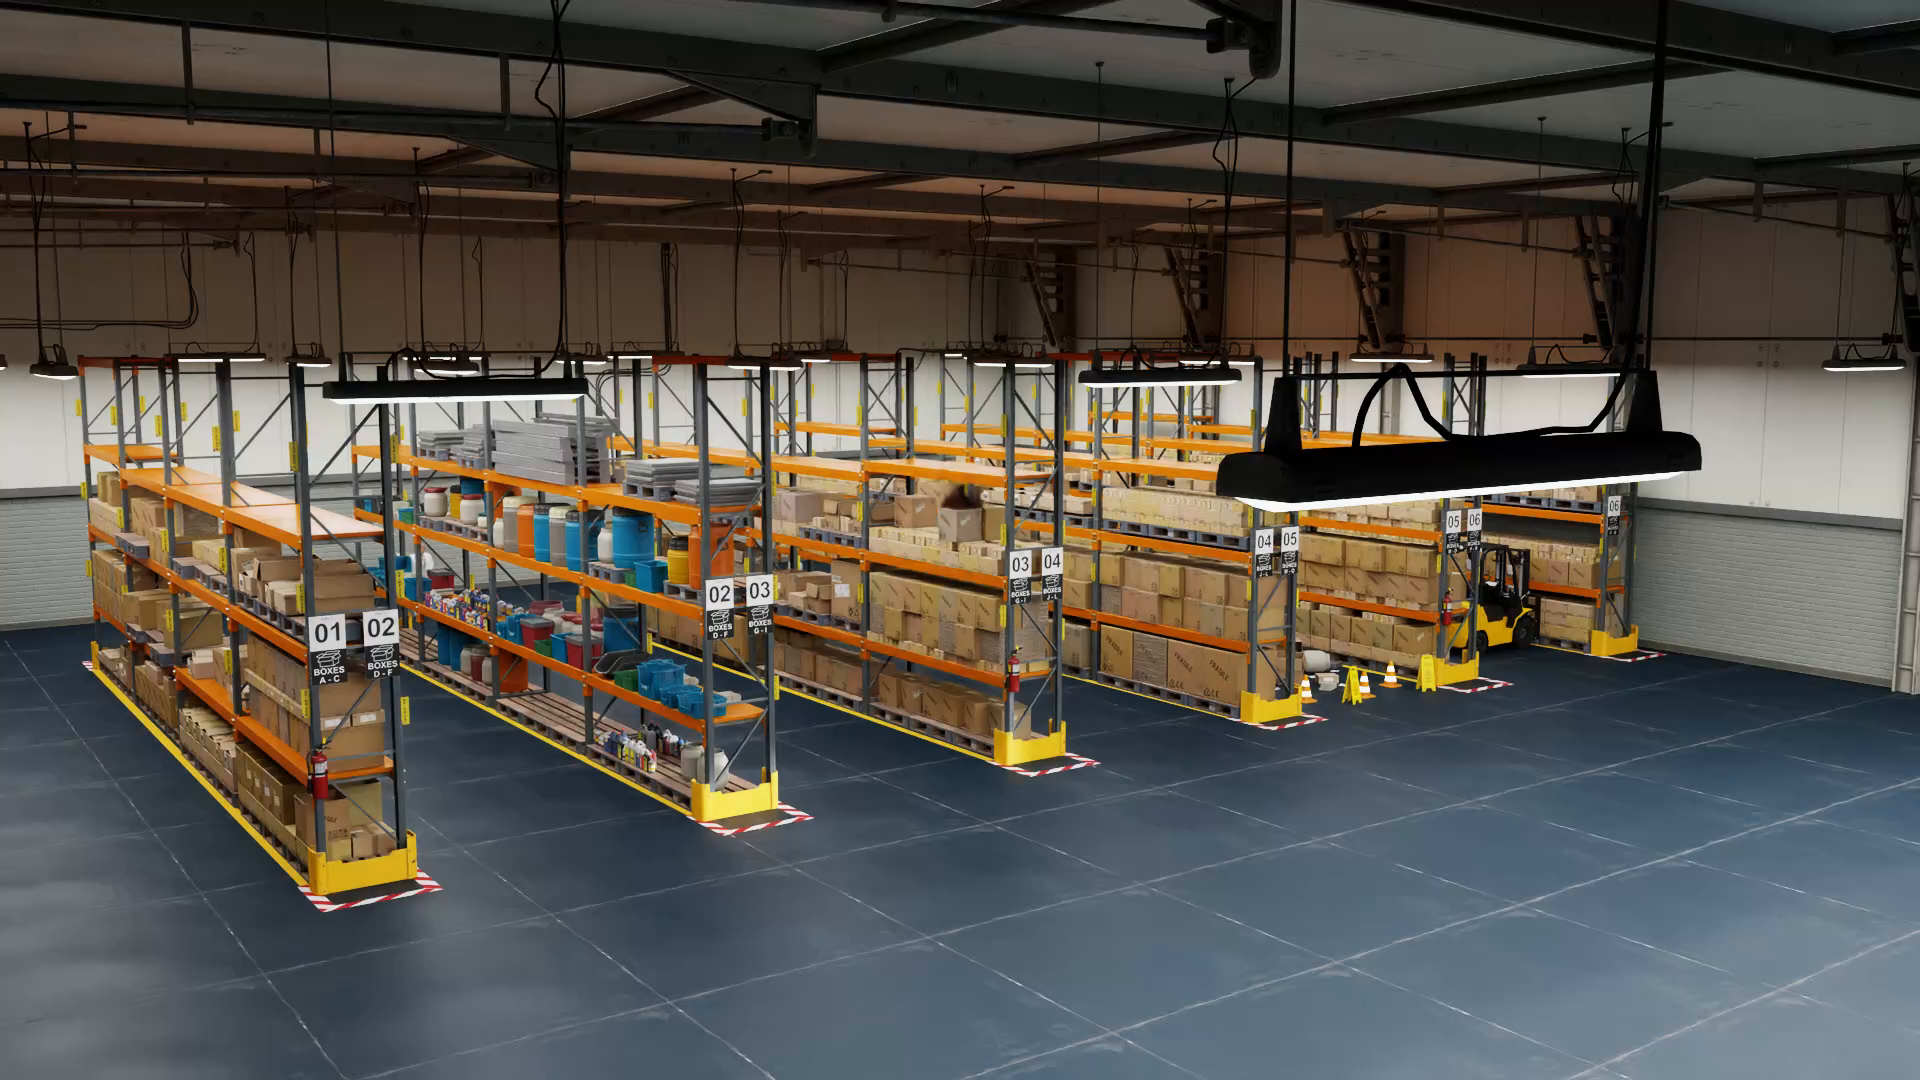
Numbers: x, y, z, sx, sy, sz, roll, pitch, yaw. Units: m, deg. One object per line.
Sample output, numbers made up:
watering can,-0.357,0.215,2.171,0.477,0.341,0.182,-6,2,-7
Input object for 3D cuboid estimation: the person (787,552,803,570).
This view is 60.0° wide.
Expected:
person,-3.683,1.044,37.130,0.459,1.593,0.351,4,8,30

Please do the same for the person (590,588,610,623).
person,-7.485,1.397,34.216,0.533,1.667,0.932,-4,8,-33

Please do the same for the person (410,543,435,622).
person,-12.179,0.978,37.494,0.670,1.852,0.808,-5,9,-38
